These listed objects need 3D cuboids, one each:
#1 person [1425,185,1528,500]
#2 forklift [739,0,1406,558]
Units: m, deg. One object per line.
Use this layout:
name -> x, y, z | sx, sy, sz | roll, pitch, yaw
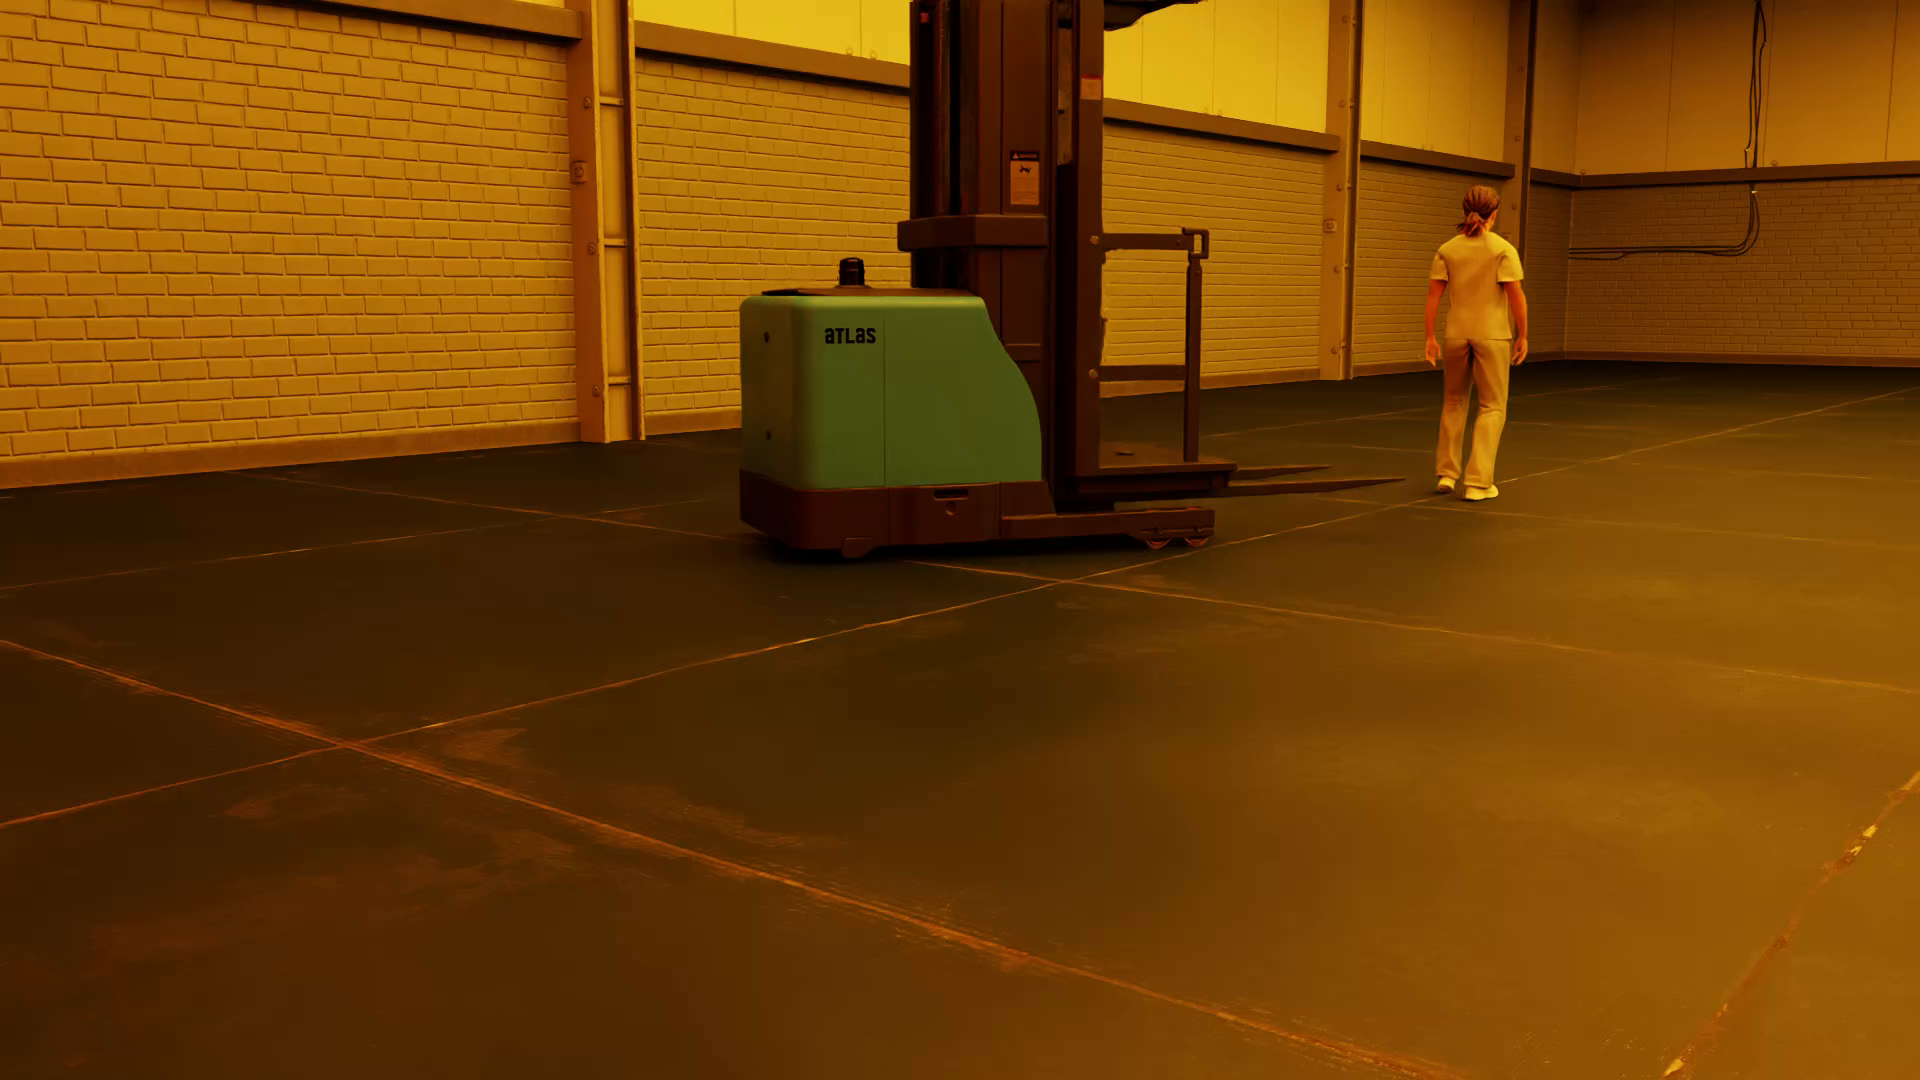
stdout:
person -> 2.793, -1.033, 8.942 | 0.534, 1.709, 0.519 | 6, 11, 38
forklift -> 0.578, -1.486, 7.437 | 3.031, 2.935, 1.130 | -3, 9, -21
